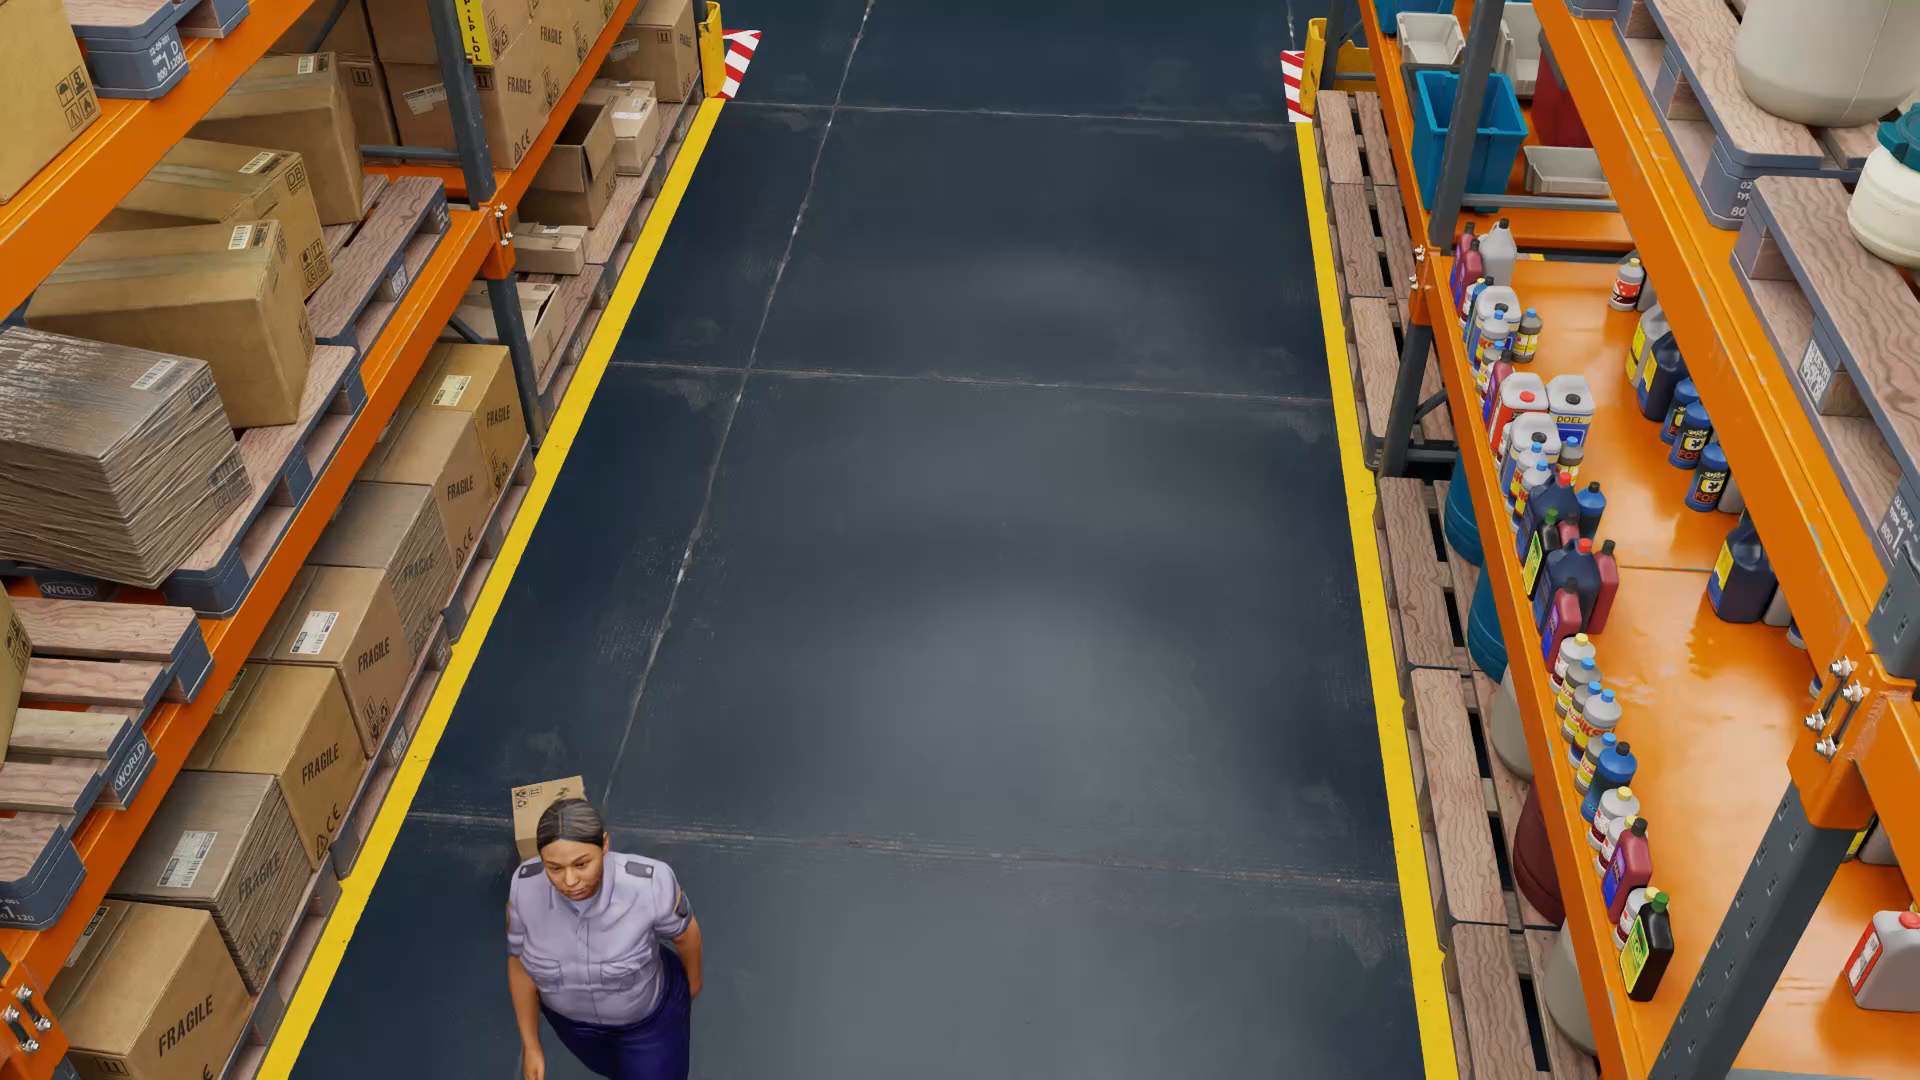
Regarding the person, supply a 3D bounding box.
[{"bbox_3d":[-0.963,1.333,4.629,0.482,1.714,0.622,5,41,6],"label":"person"}]
